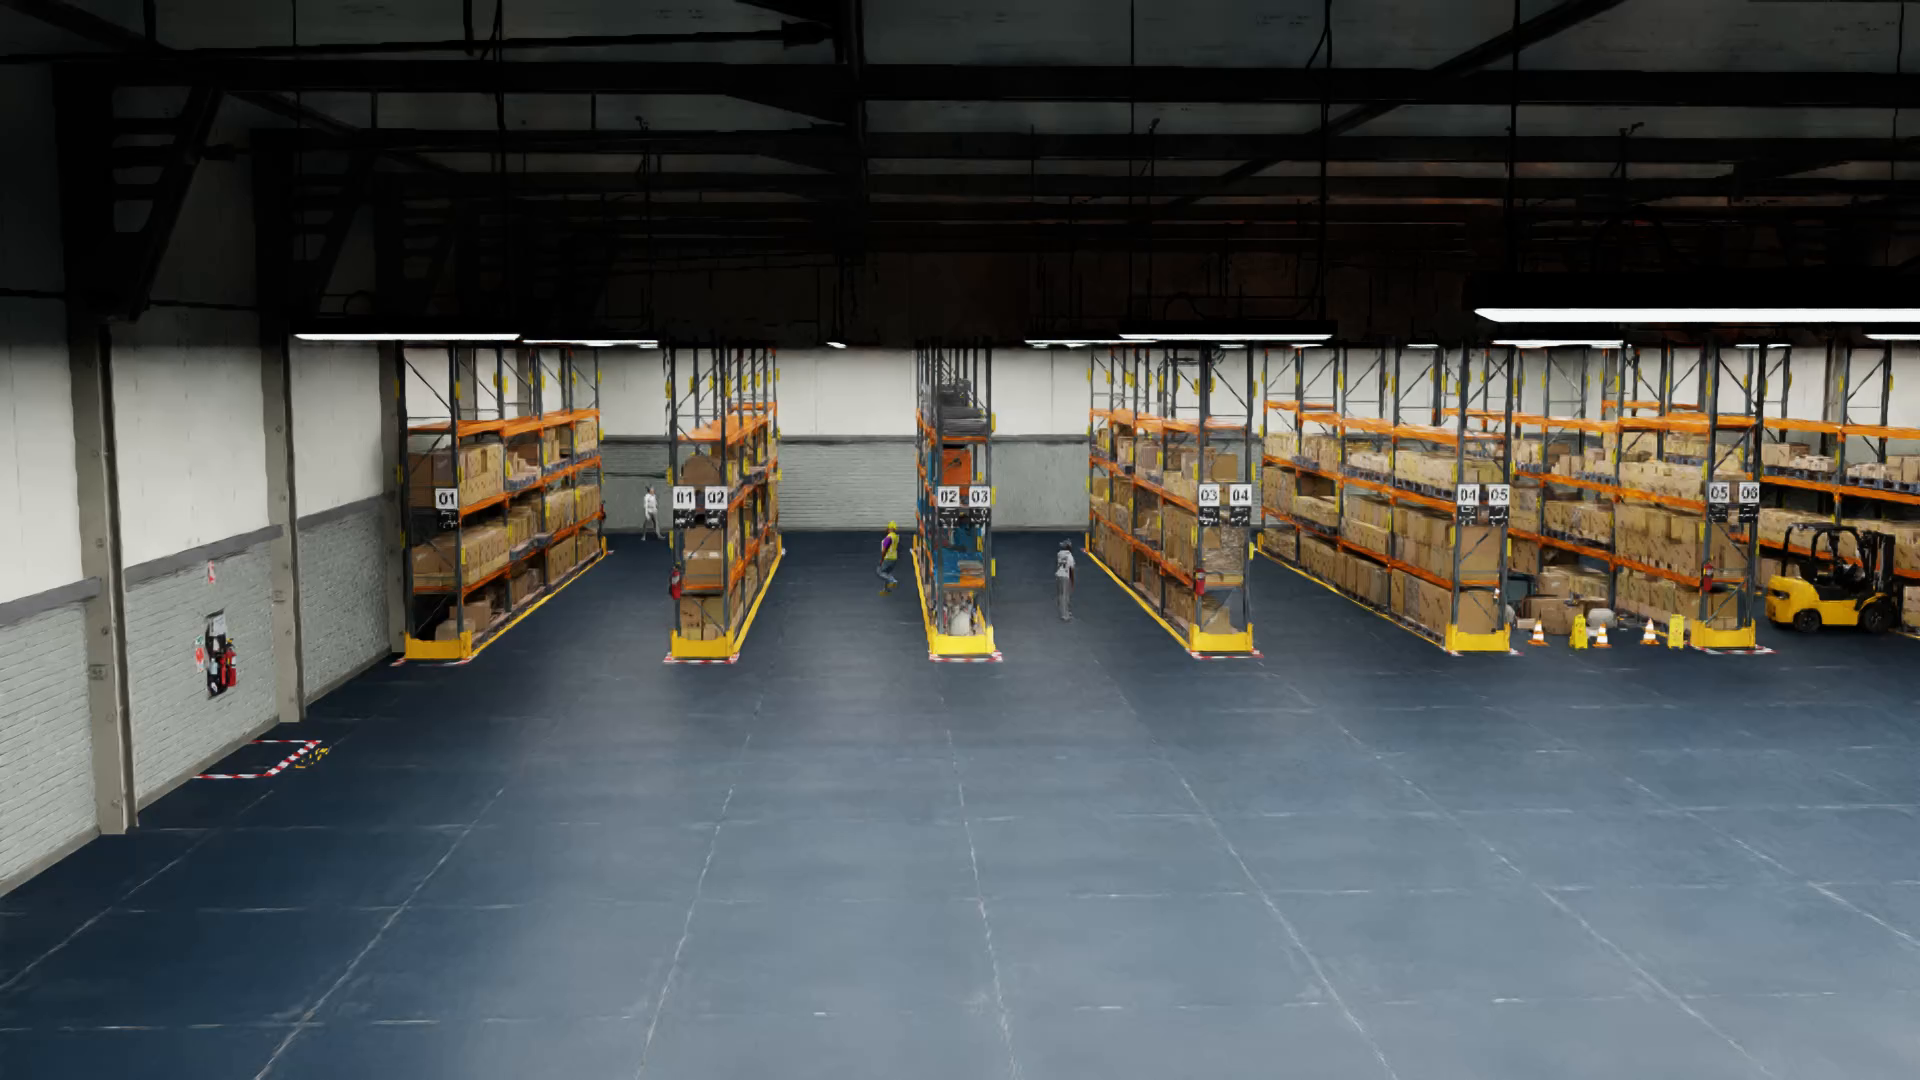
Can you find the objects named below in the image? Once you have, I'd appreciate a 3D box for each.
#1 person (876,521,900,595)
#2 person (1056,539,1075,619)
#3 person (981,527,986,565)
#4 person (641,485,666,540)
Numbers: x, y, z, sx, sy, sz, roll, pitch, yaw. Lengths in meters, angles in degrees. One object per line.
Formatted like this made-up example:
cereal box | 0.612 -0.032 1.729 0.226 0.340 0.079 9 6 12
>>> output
person | -1.685 0.434 38.790 0.592 1.755 0.690 2 7 17
person | 2.300 0.828 35.680 0.438 1.684 0.533 -4 8 -31
person | 0.490 -0.182 44.410 0.648 1.723 0.748 -4 8 -32
person | -9.350 -0.851 50.482 0.555 1.670 0.682 5 8 36
